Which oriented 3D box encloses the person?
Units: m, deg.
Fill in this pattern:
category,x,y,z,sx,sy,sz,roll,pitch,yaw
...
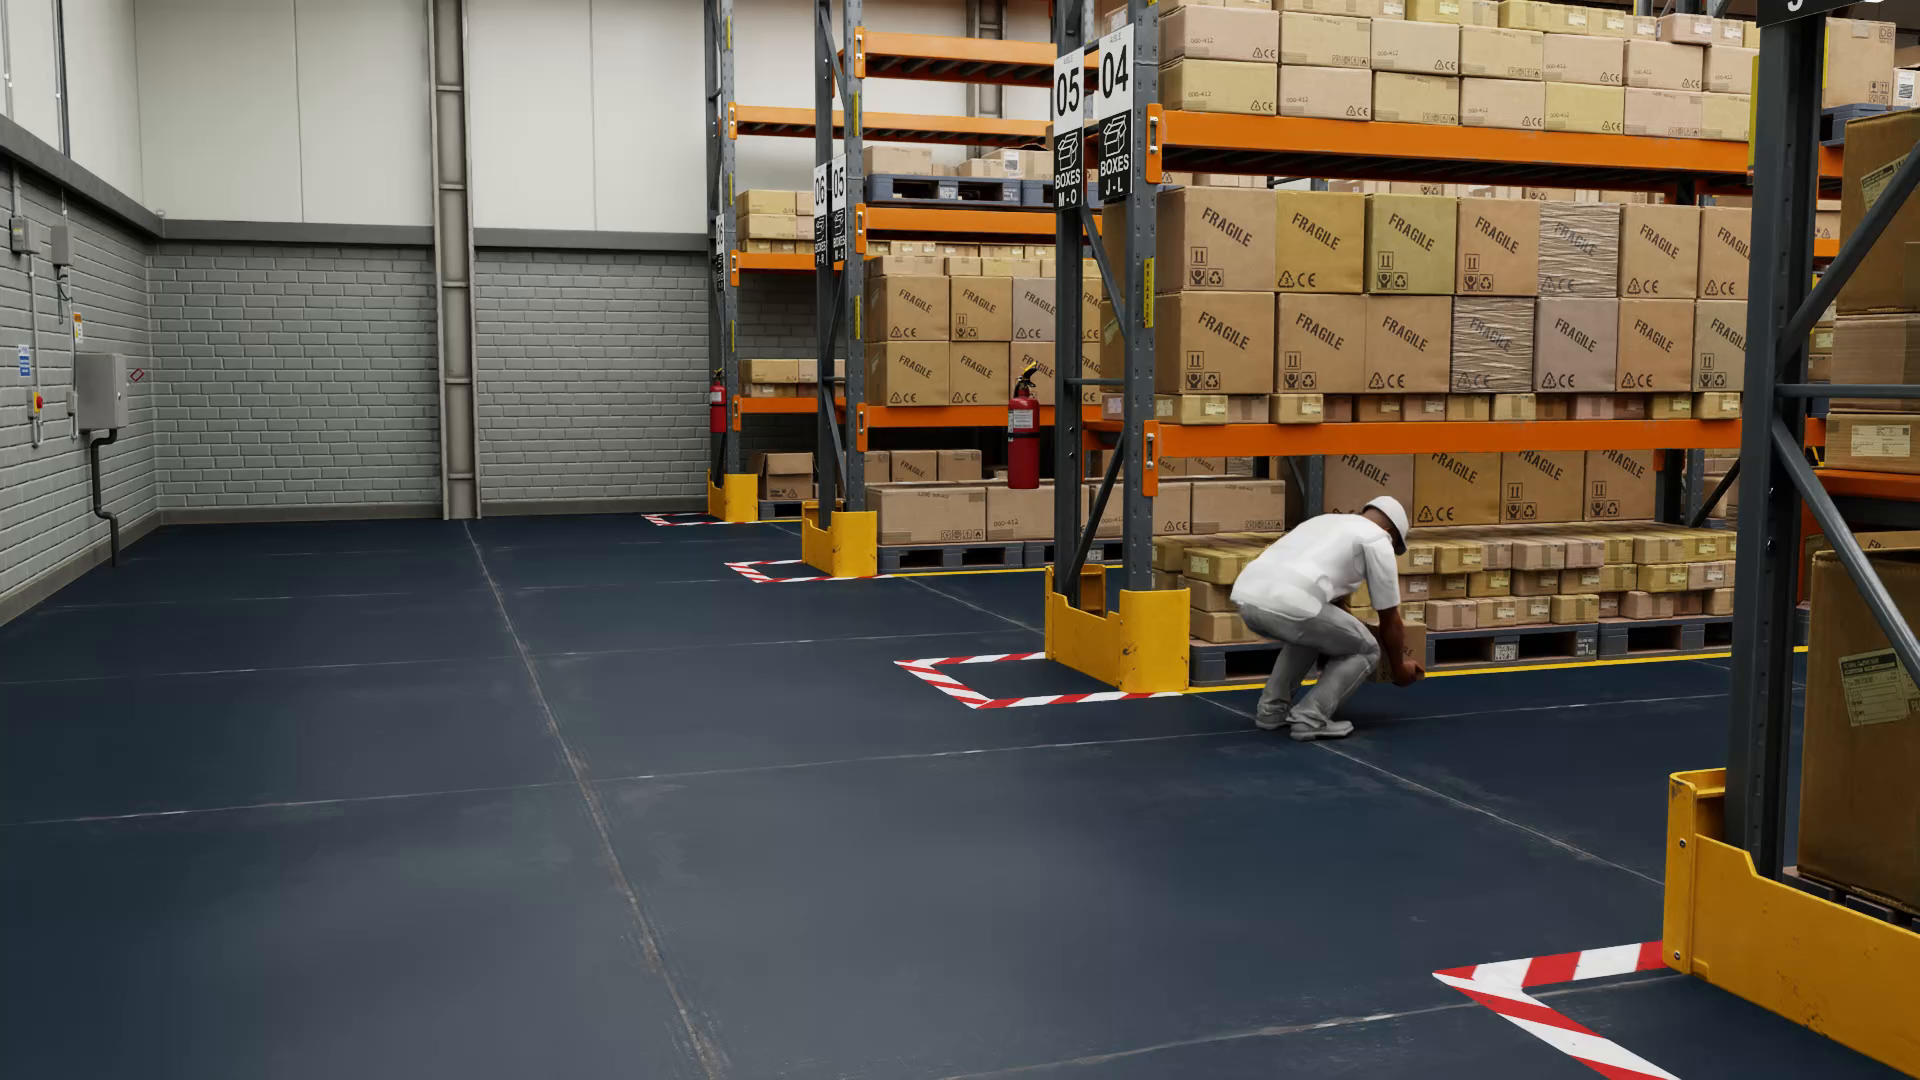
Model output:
category,x,y,z,sx,sy,sz,roll,pitch,yaw
person,1.604,0.326,7.283,0.924,1.011,0.532,-3,7,-29
